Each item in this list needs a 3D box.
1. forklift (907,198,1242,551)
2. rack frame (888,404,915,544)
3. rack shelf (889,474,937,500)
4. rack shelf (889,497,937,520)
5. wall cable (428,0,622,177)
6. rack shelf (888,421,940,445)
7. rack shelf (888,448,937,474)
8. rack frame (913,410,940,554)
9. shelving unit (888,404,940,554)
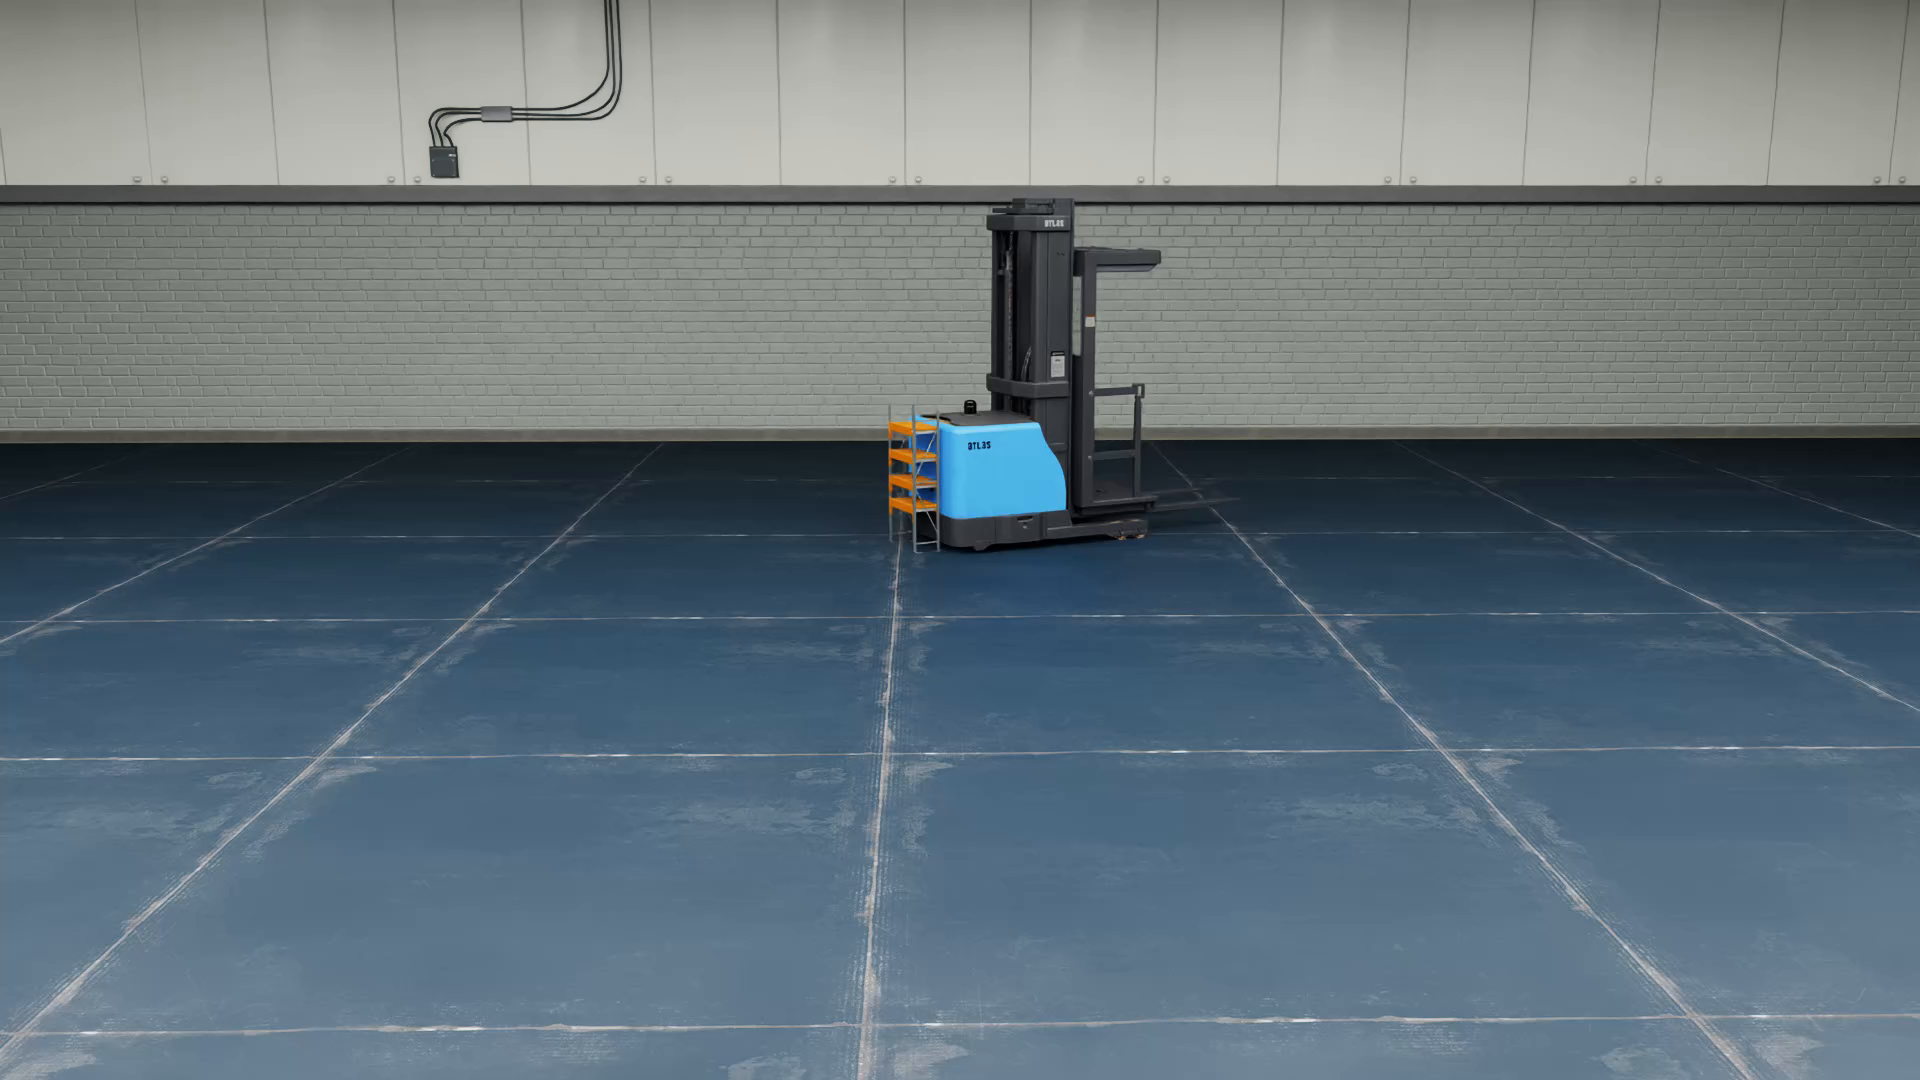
[{"bbox_3d":[1.090,-1.523,14.695,3.031,2.935,1.130,-6,13,-26],"label":"forklift"},{"bbox_3d":[-0.500,-0.569,14.348,0.240,1.200,0.015,-6,13,-26],"label":"rack frame"},{"bbox_3d":[-0.391,-0.460,14.148,0.258,0.148,0.480,-6,13,-26],"label":"rack shelf"},{"bbox_3d":[-0.391,-0.266,14.187,0.258,0.148,0.480,-6,13,-26],"label":"rack shelf"},{"bbox_3d":[-5.153,-7.284,19.276,2.305,6.003,0.169,0,11,-1],"label":"wall cable"},{"bbox_3d":[-0.391,-0.911,14.056,0.258,0.148,0.480,-6,13,-26],"label":"rack shelf"},{"bbox_3d":[-0.391,-0.679,14.104,0.258,0.148,0.480,-6,13,-26],"label":"rack shelf"},{"bbox_3d":[-0.282,-0.483,13.921,0.240,1.200,0.015,-6,13,-26],"label":"rack frame"},{"bbox_3d":[-0.391,-0.526,14.135,0.258,1.200,0.503,-6,13,-26],"label":"shelving unit"}]
